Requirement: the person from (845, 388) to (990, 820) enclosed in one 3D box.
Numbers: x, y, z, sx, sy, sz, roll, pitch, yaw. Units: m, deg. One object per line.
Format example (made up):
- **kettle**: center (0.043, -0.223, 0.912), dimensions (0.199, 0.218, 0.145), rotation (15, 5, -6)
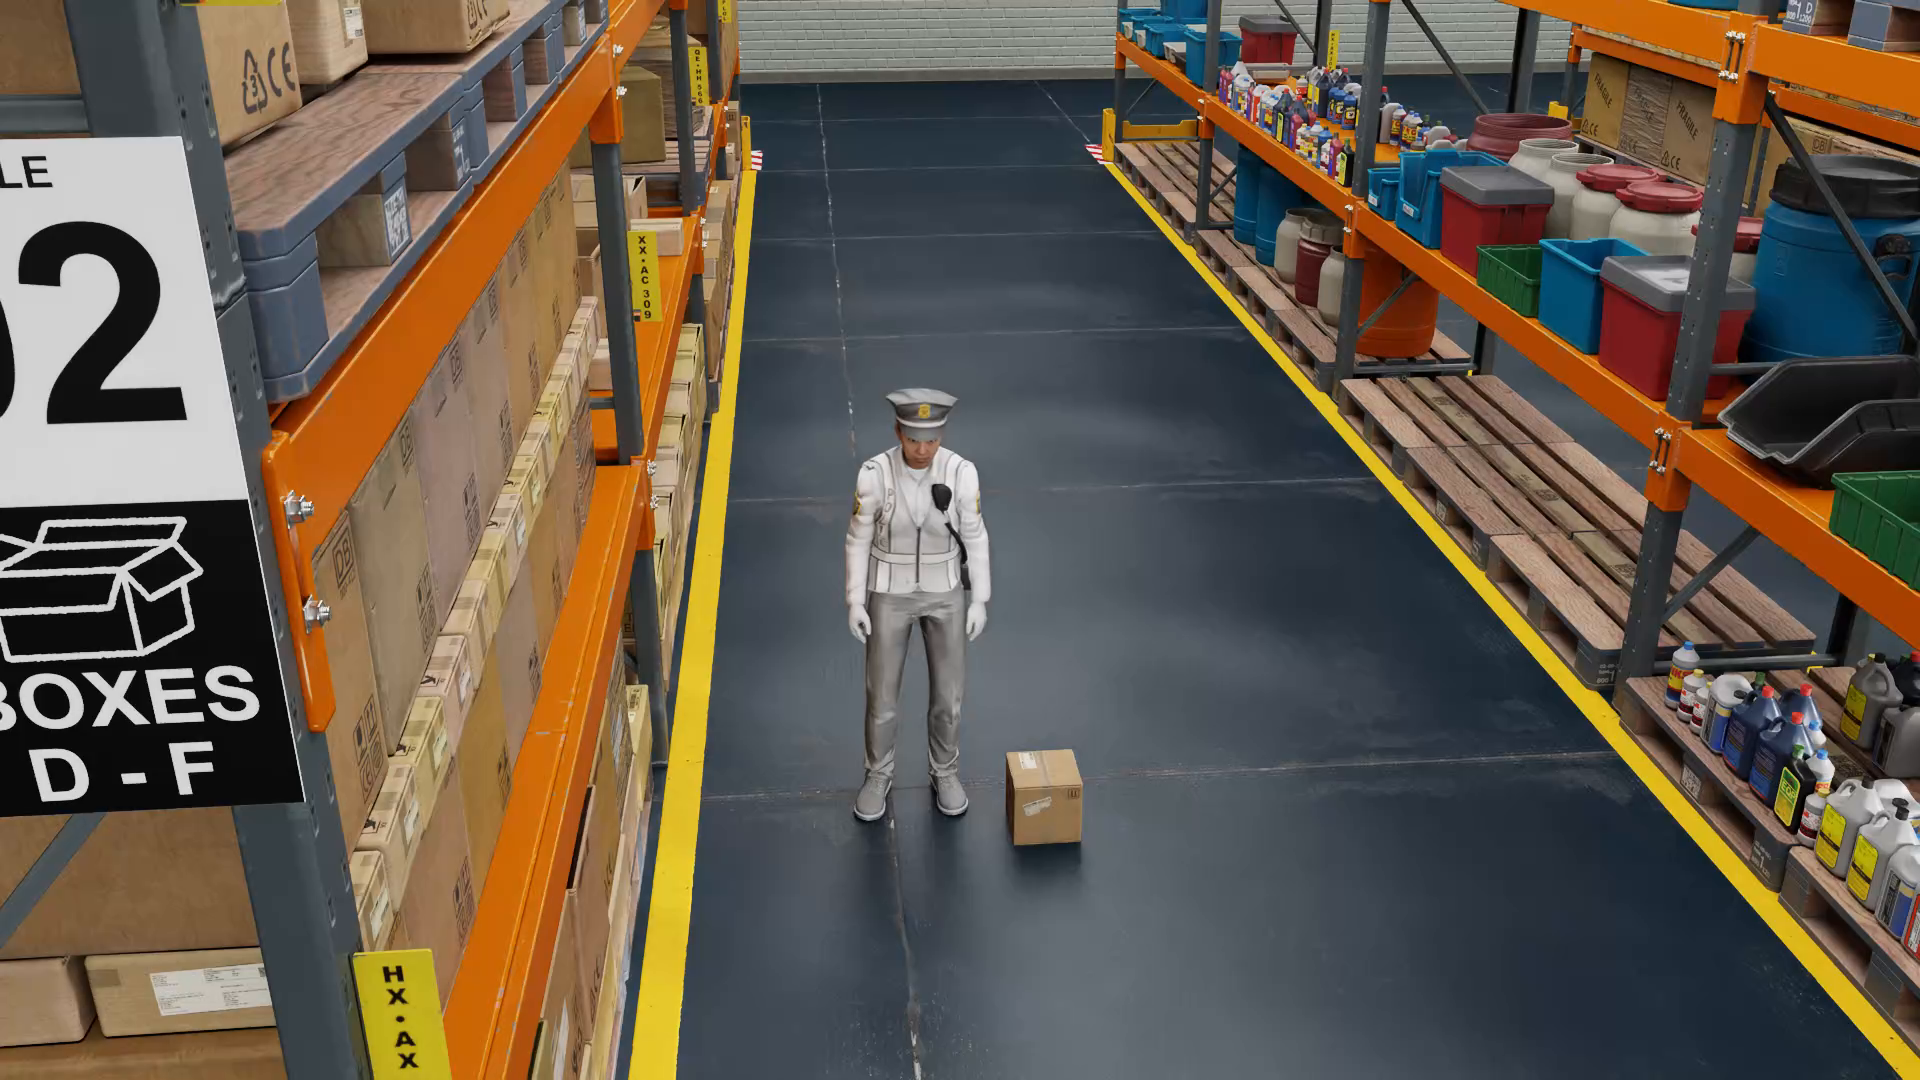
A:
- **person**: center (-0.154, 0.228, 6.080), dimensions (0.529, 1.664, 0.371), rotation (-2, 24, -3)
